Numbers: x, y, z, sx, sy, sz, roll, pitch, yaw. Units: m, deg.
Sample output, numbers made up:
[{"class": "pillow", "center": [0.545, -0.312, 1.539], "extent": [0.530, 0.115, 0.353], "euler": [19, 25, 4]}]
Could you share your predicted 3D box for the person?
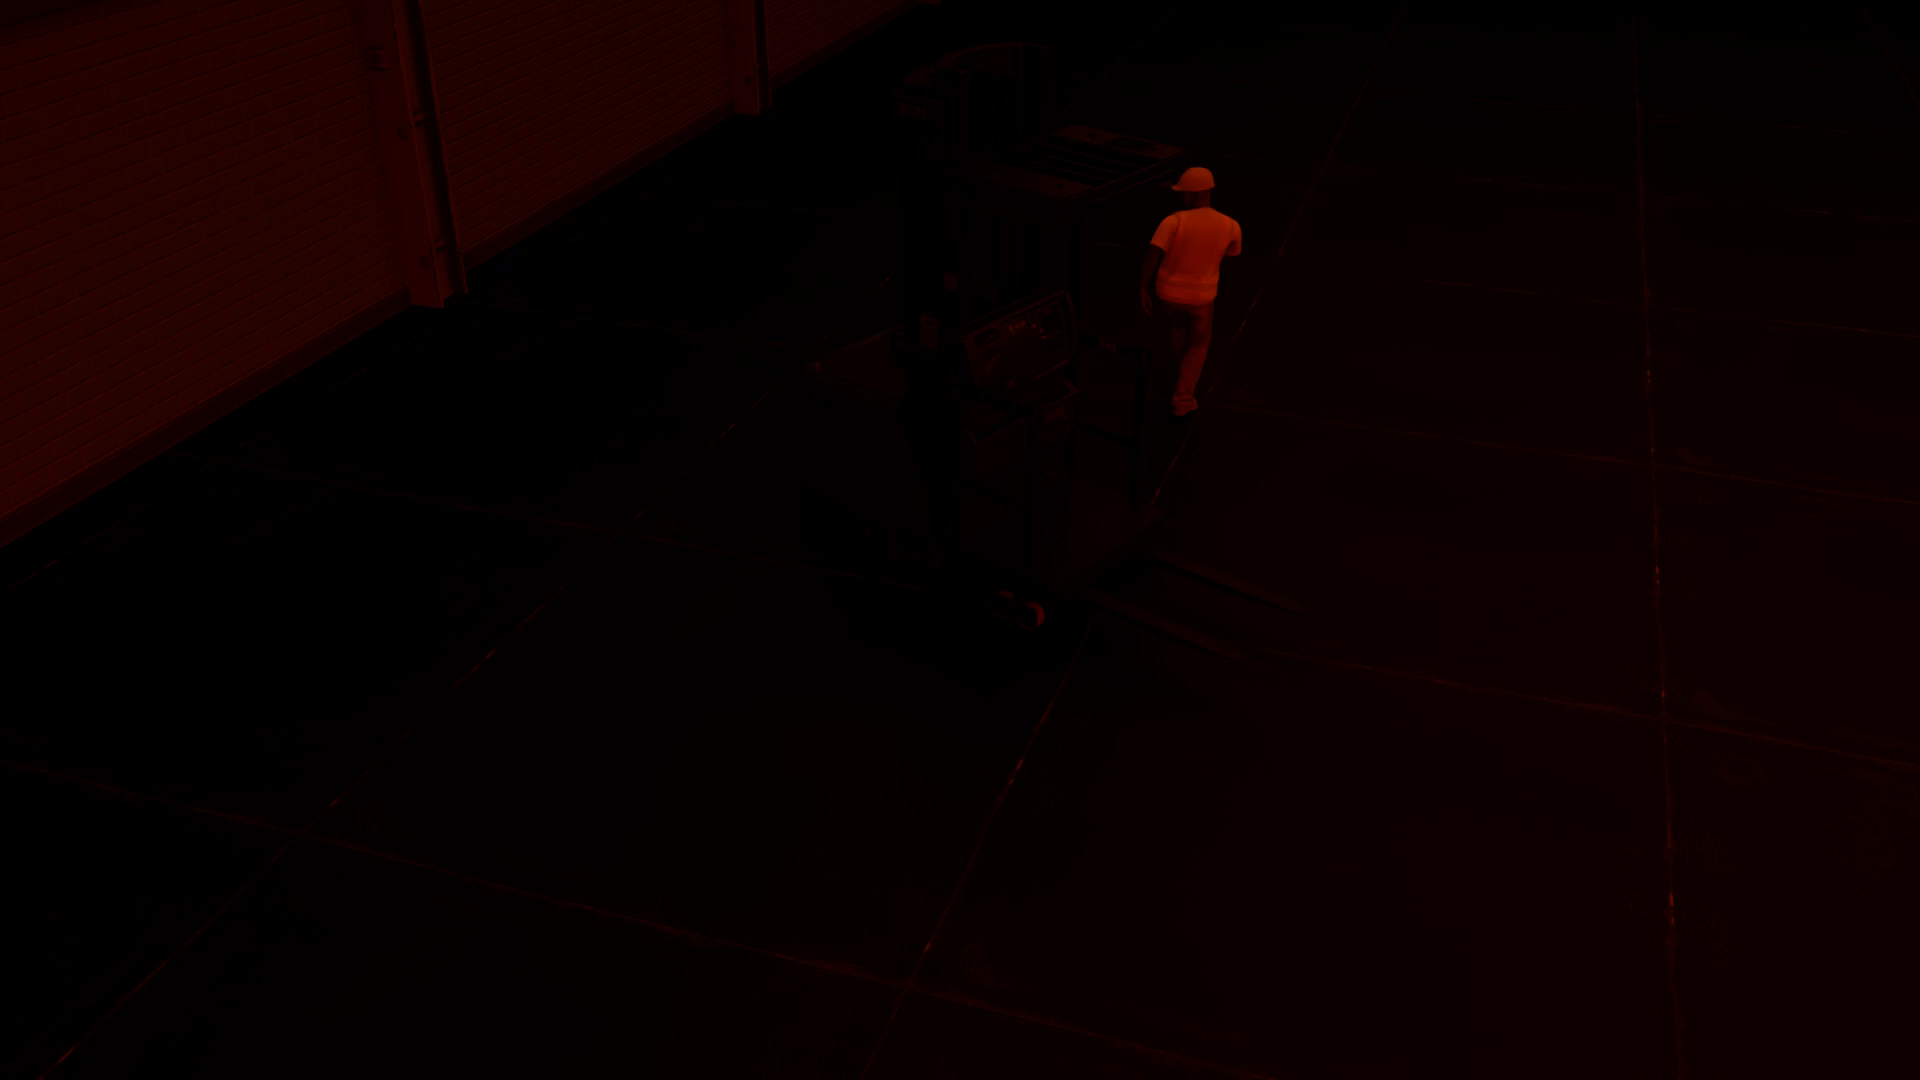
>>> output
[{"class": "person", "center": [1.590, -1.699, 11.407], "extent": [0.604, 1.738, 0.936], "euler": [8, 31, 14]}]

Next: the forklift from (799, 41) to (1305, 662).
[{"class": "forklift", "center": [0.496, -1.066, 9.007], "extent": [3.031, 2.935, 1.130], "euler": [23, 37, 34]}]
